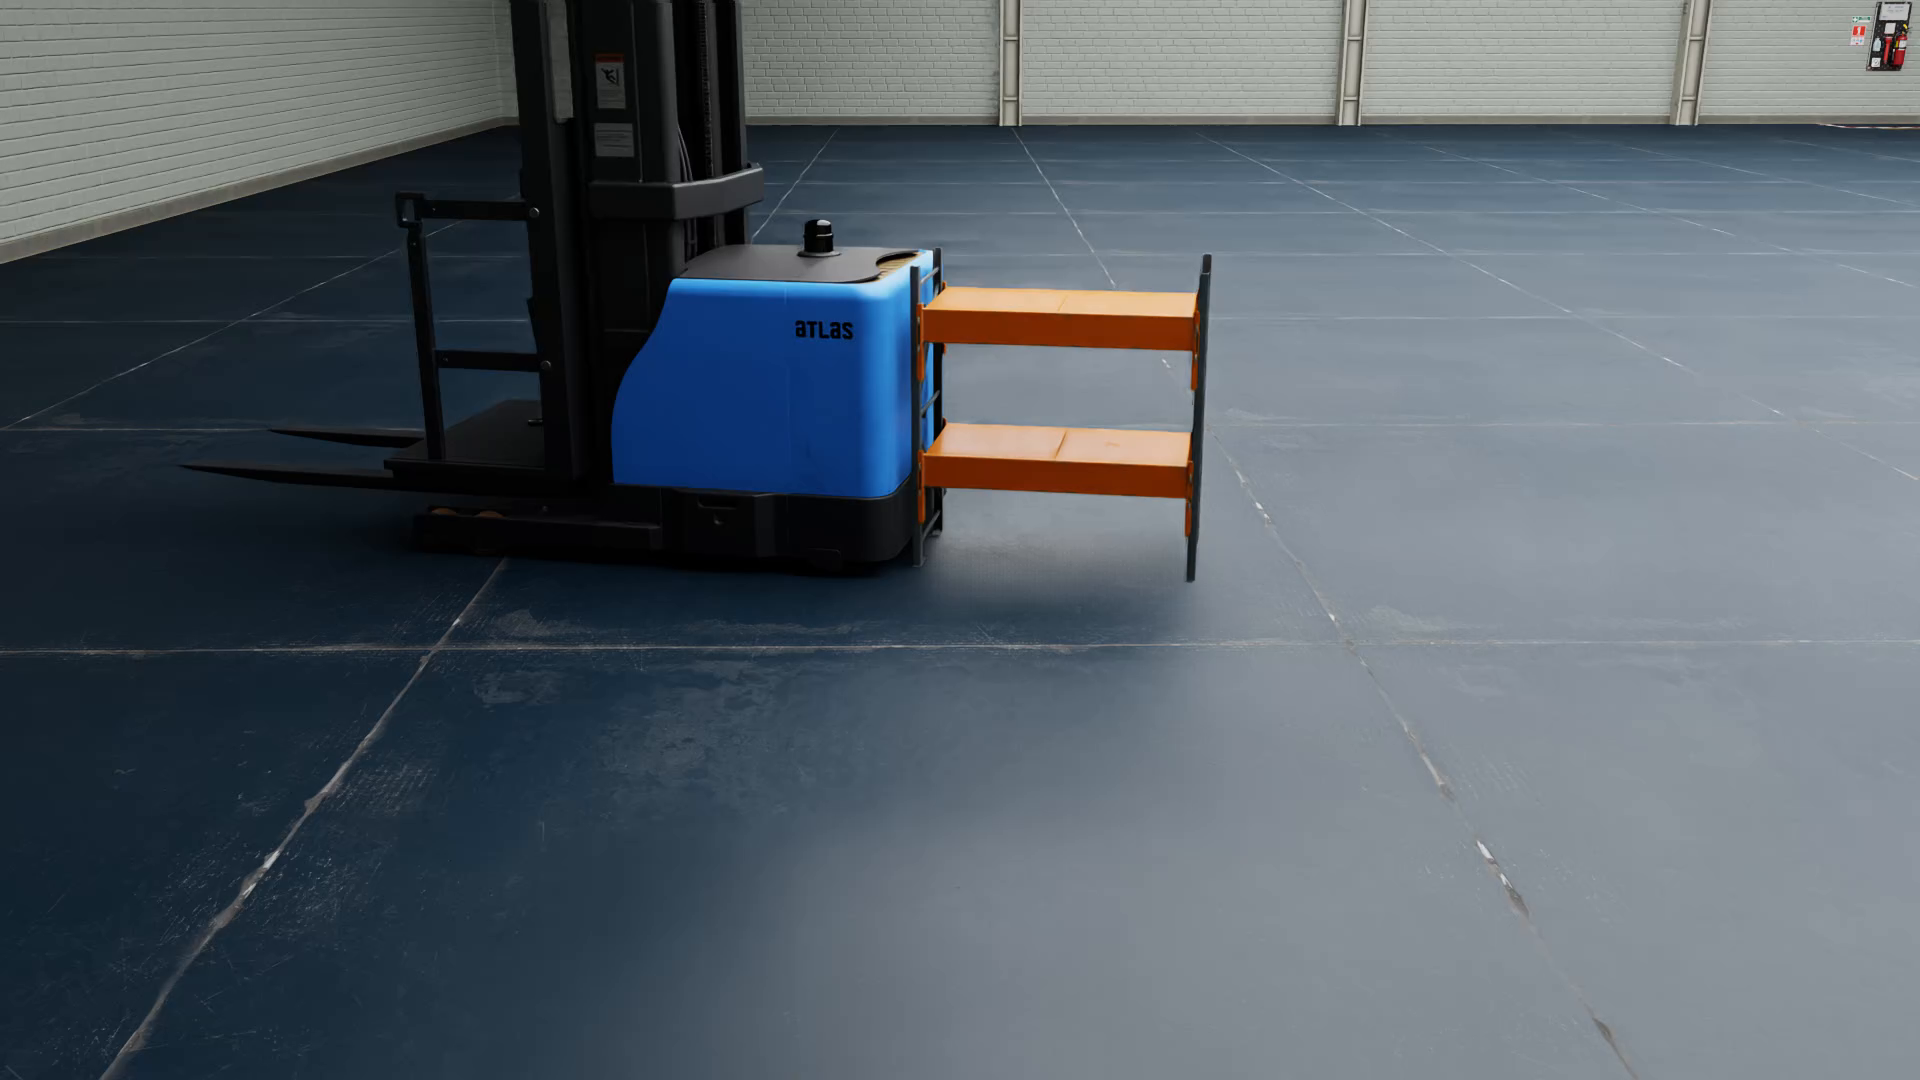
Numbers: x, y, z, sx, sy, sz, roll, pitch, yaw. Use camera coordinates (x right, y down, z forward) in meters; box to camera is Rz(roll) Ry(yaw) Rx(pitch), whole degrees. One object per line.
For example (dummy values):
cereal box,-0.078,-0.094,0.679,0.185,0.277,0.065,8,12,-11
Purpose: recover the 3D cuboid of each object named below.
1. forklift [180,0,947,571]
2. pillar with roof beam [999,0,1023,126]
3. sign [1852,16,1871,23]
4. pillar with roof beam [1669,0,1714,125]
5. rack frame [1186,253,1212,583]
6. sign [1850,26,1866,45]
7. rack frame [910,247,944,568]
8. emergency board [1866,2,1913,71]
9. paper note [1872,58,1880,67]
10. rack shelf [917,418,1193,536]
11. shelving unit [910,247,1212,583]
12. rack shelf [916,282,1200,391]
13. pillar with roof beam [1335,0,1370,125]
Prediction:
forklift,-1.626,-1.492,6.399,3.031,2.935,1.130,4,18,11
pillar with roof beam,0.956,-10.320,23.987,0.400,9.000,9.100,0,18,-1
sign,15.864,-9.160,29.266,0.331,0.109,0.001,0,18,-1
pillar with roof beam,12.954,-10.378,24.167,0.400,9.000,9.100,0,18,-1
rack frame,0.881,-0.455,6.125,0.032,1.125,0.500,3,18,9
sign,15.860,-8.911,29.356,0.234,0.329,0.001,0,18,-1
rack frame,-0.122,-0.506,6.283,0.032,1.125,0.500,3,18,9
emergency board,16.414,-8.865,29.271,0.643,1.169,0.194,0,18,-1
paper note,16.236,-8.466,29.469,0.142,0.148,0.016,0,18,-1
rack shelf,0.380,-0.248,6.279,1.000,0.278,0.538,3,18,9
shelving unit,0.380,-0.481,6.204,1.048,1.125,0.538,3,18,9
rack shelf,0.380,-0.759,6.115,1.000,0.278,0.538,3,18,9
pillar with roof beam,6.955,-10.349,24.077,0.400,9.000,9.100,0,18,-1
